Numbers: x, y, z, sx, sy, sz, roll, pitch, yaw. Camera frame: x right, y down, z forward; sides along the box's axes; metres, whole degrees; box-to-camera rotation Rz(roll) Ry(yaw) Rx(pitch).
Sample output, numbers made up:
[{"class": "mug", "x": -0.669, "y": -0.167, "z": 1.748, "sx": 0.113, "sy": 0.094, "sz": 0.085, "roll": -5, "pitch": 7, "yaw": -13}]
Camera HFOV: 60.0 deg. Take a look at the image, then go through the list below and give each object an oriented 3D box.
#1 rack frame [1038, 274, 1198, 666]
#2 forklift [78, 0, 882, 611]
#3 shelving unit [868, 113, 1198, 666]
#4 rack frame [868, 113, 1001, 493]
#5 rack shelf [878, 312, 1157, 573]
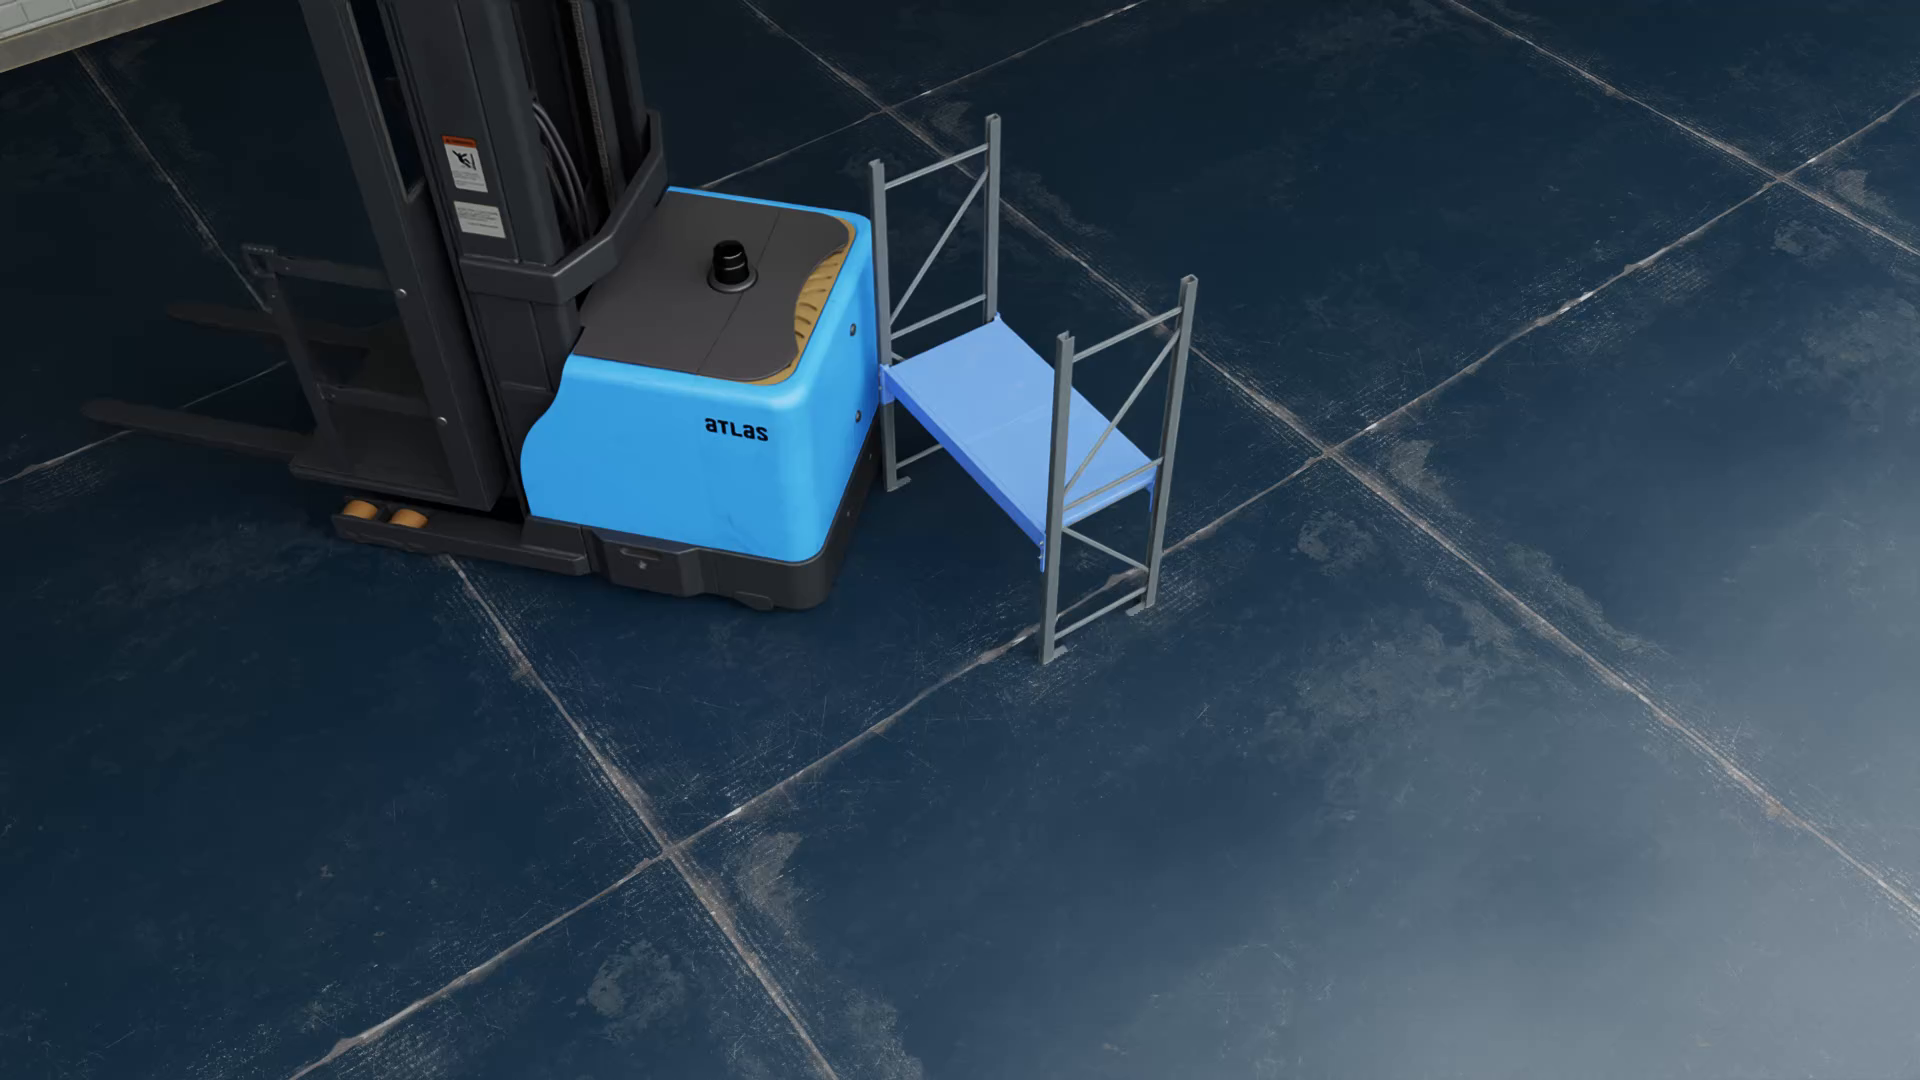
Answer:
[{"class": "rack frame", "x": 0.491, "y": -0.174, "z": 5.396, "sx": 0.500, "sy": 1.500, "sz": 0.032, "roll": -27, "pitch": 53, "yaw": -22}, {"class": "forklift", "x": -1.846, "y": -1.310, "z": 5.459, "sx": 3.031, "sy": 2.935, "sz": 1.130, "roll": 10, "pitch": 49, "yaw": 9}, {"class": "shelving unit", "x": 0.205, "y": -0.486, "z": 5.678, "sx": 0.538, "sy": 1.500, "sz": 1.048, "roll": -27, "pitch": 53, "yaw": -22}, {"class": "rack frame", "x": -0.080, "y": -0.798, "z": 5.961, "sx": 0.500, "sy": 1.500, "sz": 0.032, "roll": -27, "pitch": 53, "yaw": -22}, {"class": "rack shelf", "x": 0.205, "y": -0.365, "z": 5.812, "sx": 0.538, "sy": 0.185, "sz": 1.000, "roll": -27, "pitch": 53, "yaw": -22}]
